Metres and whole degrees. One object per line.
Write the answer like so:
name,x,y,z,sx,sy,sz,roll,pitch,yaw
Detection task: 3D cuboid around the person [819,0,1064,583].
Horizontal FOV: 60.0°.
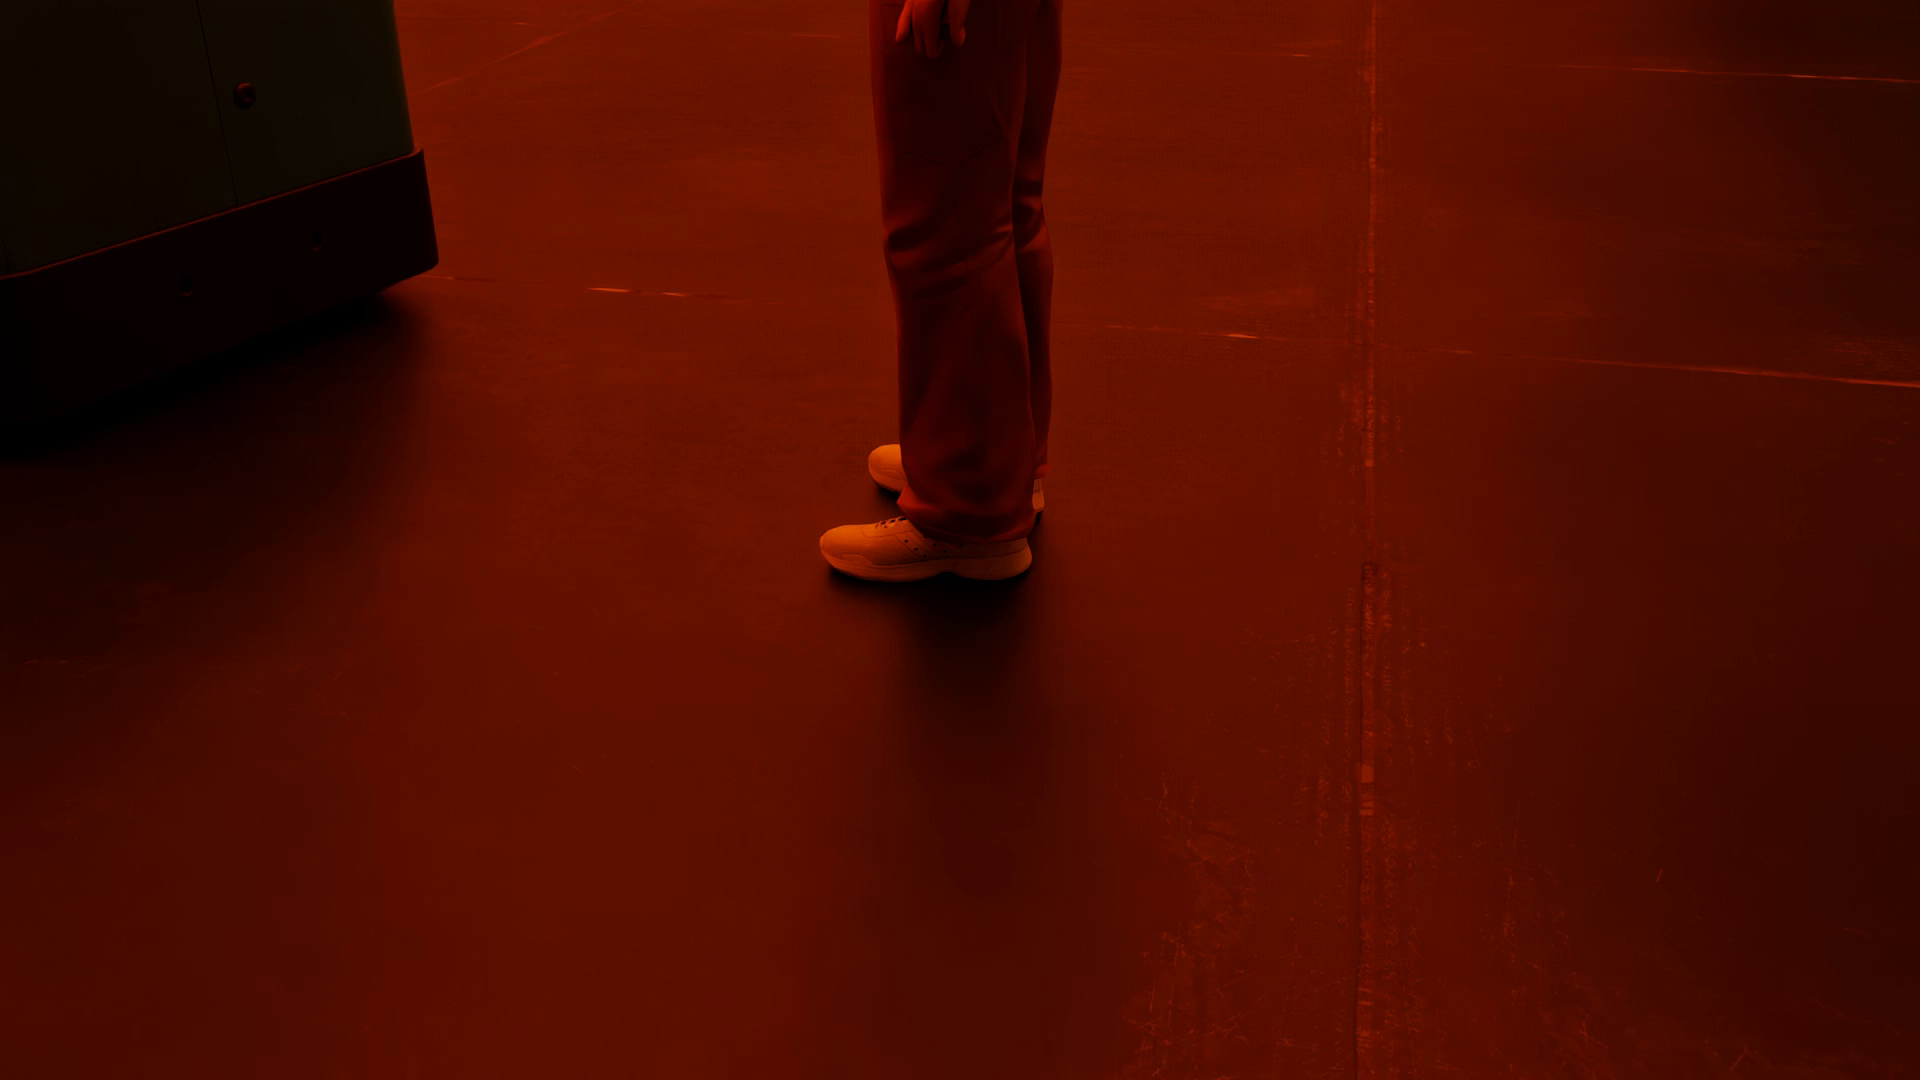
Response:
person,-0.001,-0.743,2.120,0.381,1.671,0.435,6,27,11

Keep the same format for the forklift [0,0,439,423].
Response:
forklift,-2.647,-1.935,3.082,3.031,2.935,1.130,13,29,24
